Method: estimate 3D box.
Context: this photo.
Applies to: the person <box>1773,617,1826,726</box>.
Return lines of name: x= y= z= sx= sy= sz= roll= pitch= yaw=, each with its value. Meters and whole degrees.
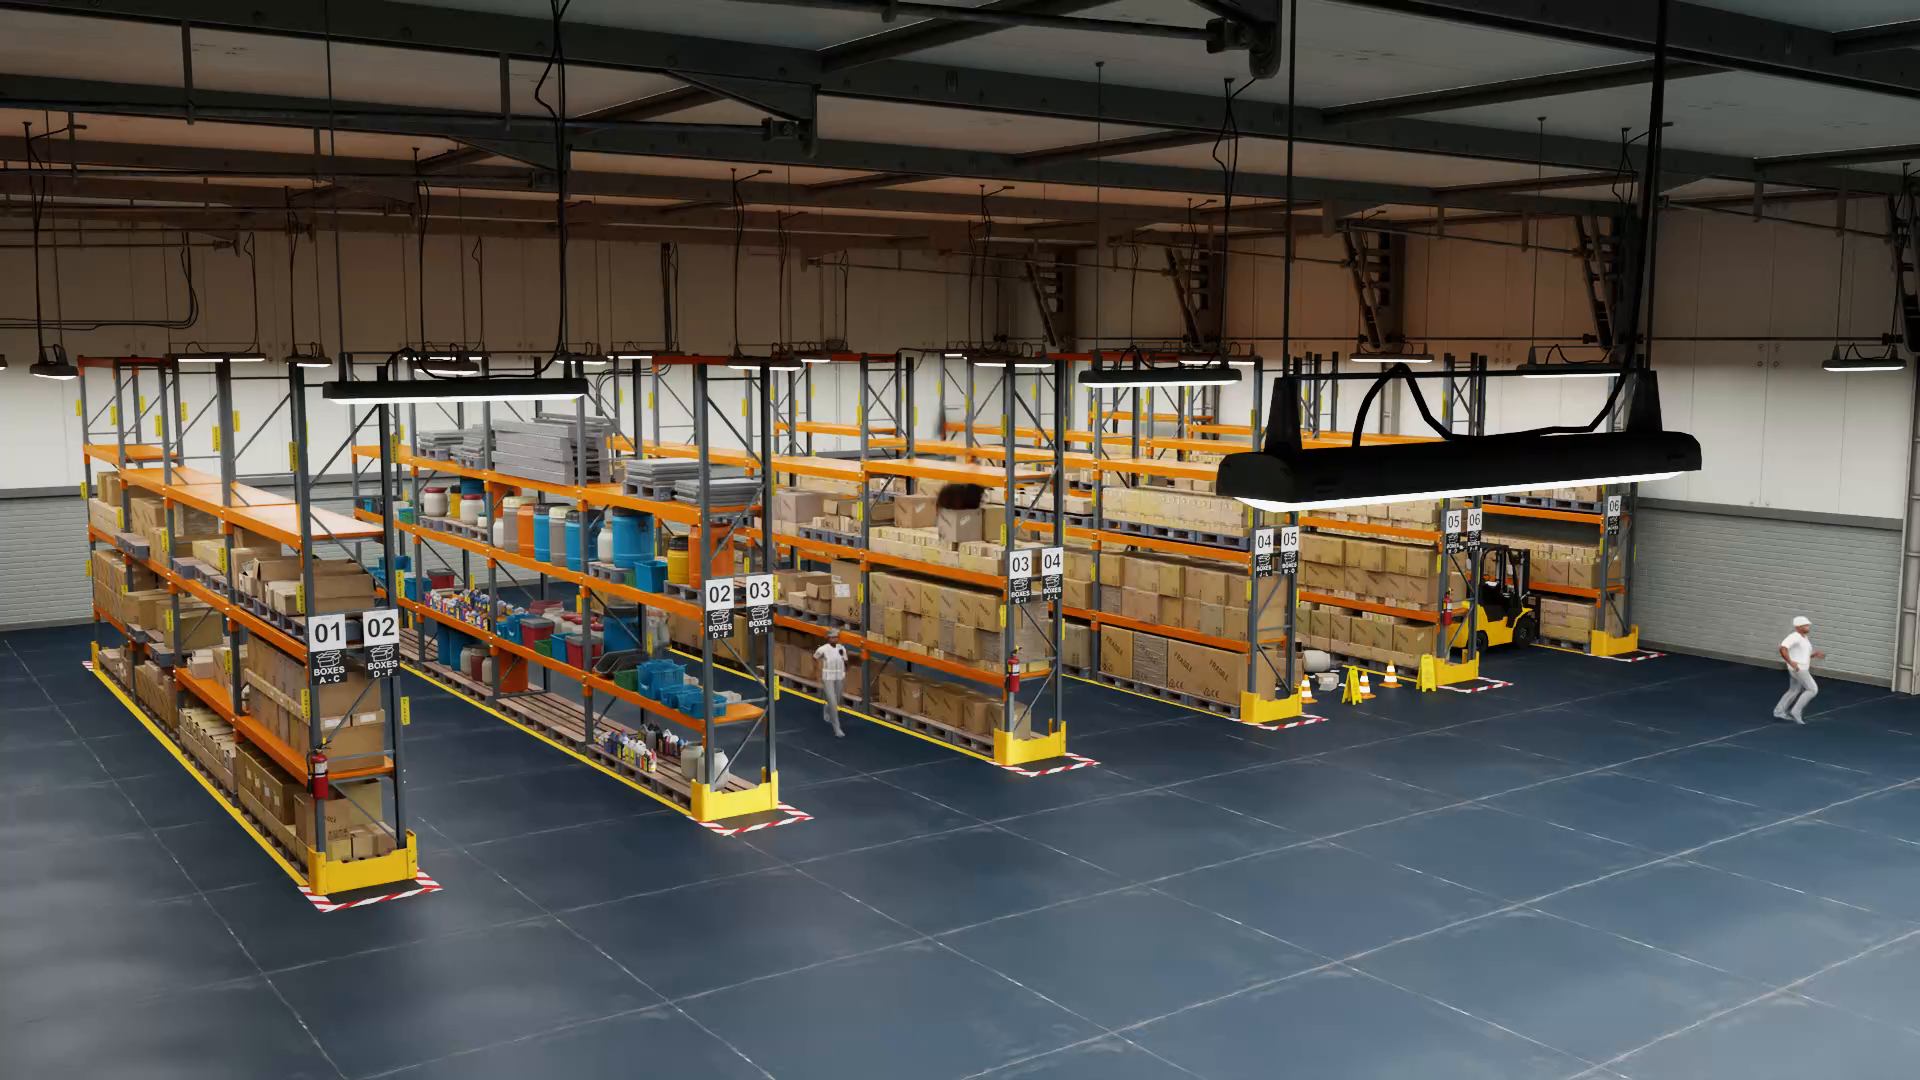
person: x=13.838 y=2.151 z=27.392 sx=0.724 sy=1.790 sz=0.671 roll=4 pitch=8 yaw=31

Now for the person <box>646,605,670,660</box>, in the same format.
person: x=-5.788 y=1.628 z=31.977 sx=0.653 sy=1.698 sz=0.712 roll=-4 pitch=8 yaw=-32

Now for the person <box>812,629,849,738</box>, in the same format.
person: x=-2.056 y=2.255 z=26.780 sx=0.580 sy=1.707 sz=0.915 roll=-4 pitch=8 yaw=-28
